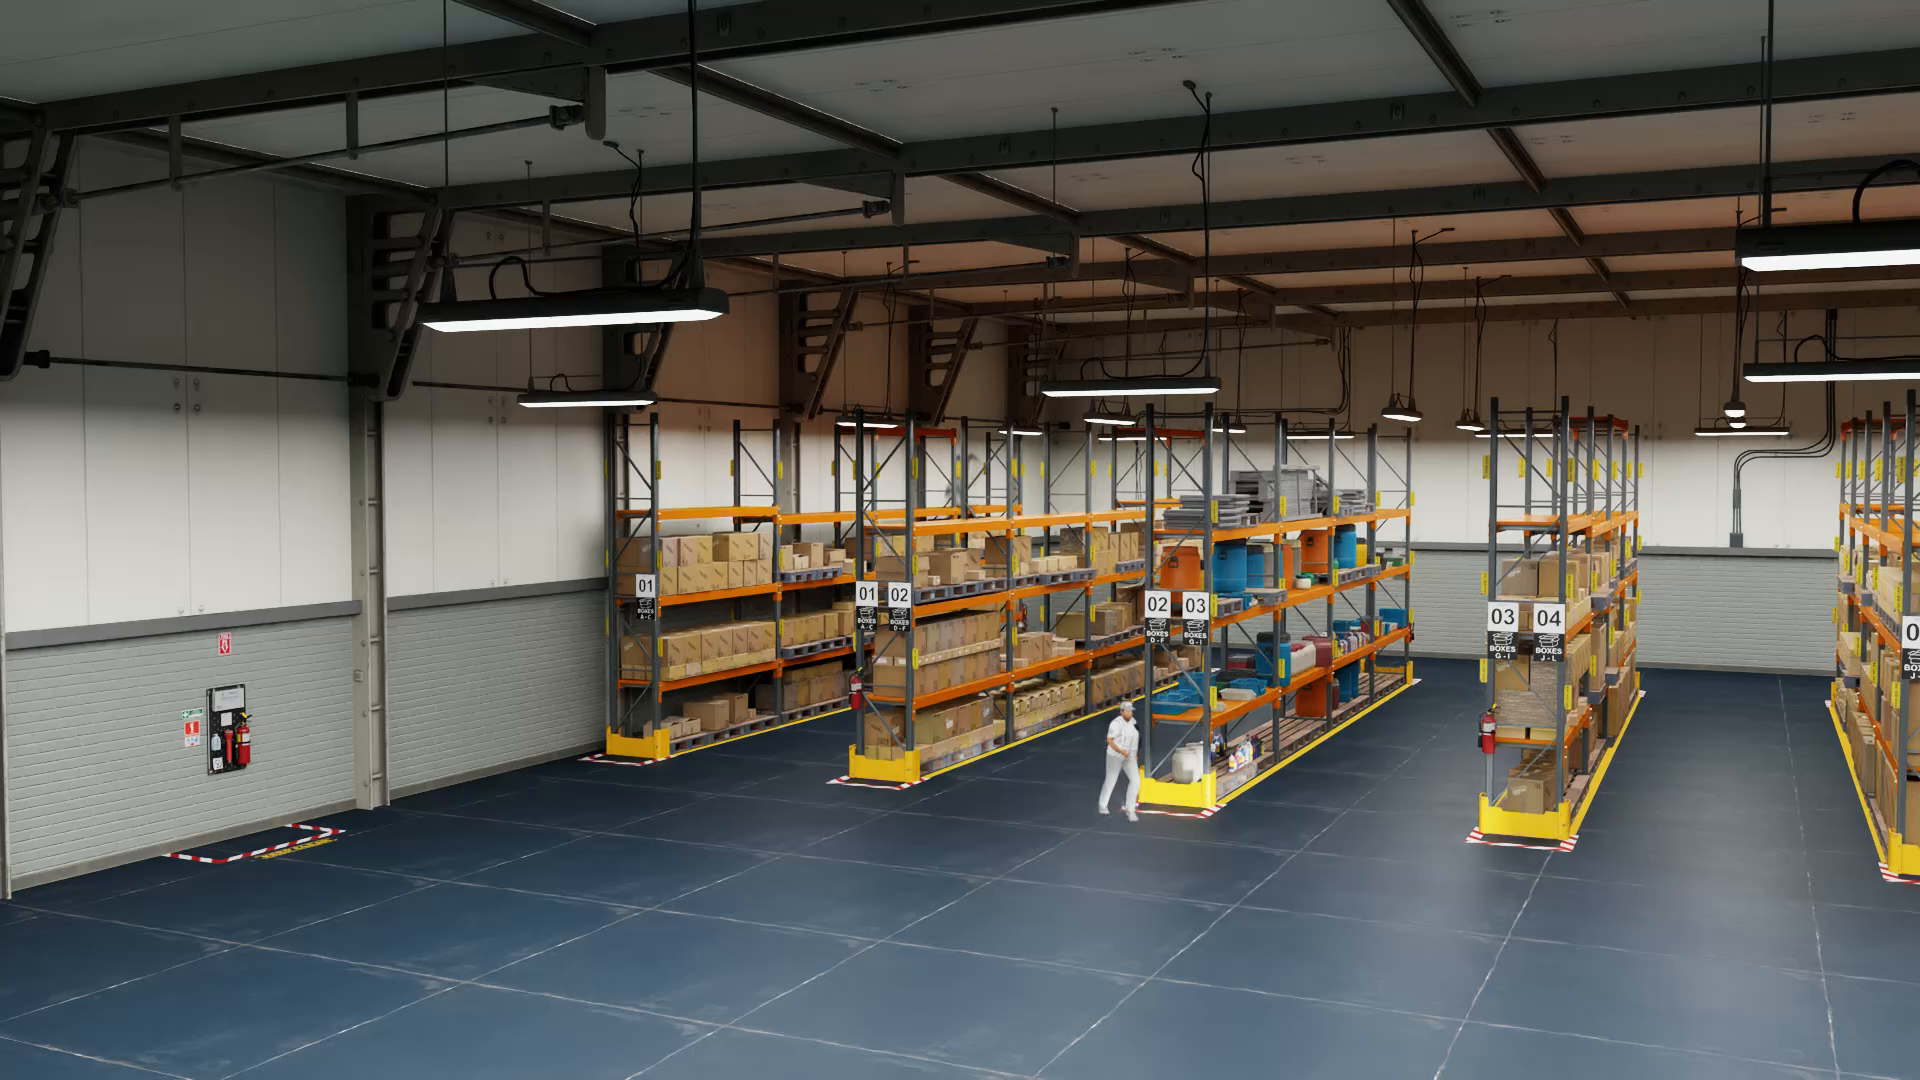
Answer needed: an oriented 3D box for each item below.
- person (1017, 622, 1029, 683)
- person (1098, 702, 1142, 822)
[{"bbox_3d":[1.387,2.560,36.389,0.525,1.571,0.745,2,3,32],"label":"person"},{"bbox_3d":[2.337,3.162,23.869,0.562,1.705,0.719,-1,3,-27],"label":"person"}]
